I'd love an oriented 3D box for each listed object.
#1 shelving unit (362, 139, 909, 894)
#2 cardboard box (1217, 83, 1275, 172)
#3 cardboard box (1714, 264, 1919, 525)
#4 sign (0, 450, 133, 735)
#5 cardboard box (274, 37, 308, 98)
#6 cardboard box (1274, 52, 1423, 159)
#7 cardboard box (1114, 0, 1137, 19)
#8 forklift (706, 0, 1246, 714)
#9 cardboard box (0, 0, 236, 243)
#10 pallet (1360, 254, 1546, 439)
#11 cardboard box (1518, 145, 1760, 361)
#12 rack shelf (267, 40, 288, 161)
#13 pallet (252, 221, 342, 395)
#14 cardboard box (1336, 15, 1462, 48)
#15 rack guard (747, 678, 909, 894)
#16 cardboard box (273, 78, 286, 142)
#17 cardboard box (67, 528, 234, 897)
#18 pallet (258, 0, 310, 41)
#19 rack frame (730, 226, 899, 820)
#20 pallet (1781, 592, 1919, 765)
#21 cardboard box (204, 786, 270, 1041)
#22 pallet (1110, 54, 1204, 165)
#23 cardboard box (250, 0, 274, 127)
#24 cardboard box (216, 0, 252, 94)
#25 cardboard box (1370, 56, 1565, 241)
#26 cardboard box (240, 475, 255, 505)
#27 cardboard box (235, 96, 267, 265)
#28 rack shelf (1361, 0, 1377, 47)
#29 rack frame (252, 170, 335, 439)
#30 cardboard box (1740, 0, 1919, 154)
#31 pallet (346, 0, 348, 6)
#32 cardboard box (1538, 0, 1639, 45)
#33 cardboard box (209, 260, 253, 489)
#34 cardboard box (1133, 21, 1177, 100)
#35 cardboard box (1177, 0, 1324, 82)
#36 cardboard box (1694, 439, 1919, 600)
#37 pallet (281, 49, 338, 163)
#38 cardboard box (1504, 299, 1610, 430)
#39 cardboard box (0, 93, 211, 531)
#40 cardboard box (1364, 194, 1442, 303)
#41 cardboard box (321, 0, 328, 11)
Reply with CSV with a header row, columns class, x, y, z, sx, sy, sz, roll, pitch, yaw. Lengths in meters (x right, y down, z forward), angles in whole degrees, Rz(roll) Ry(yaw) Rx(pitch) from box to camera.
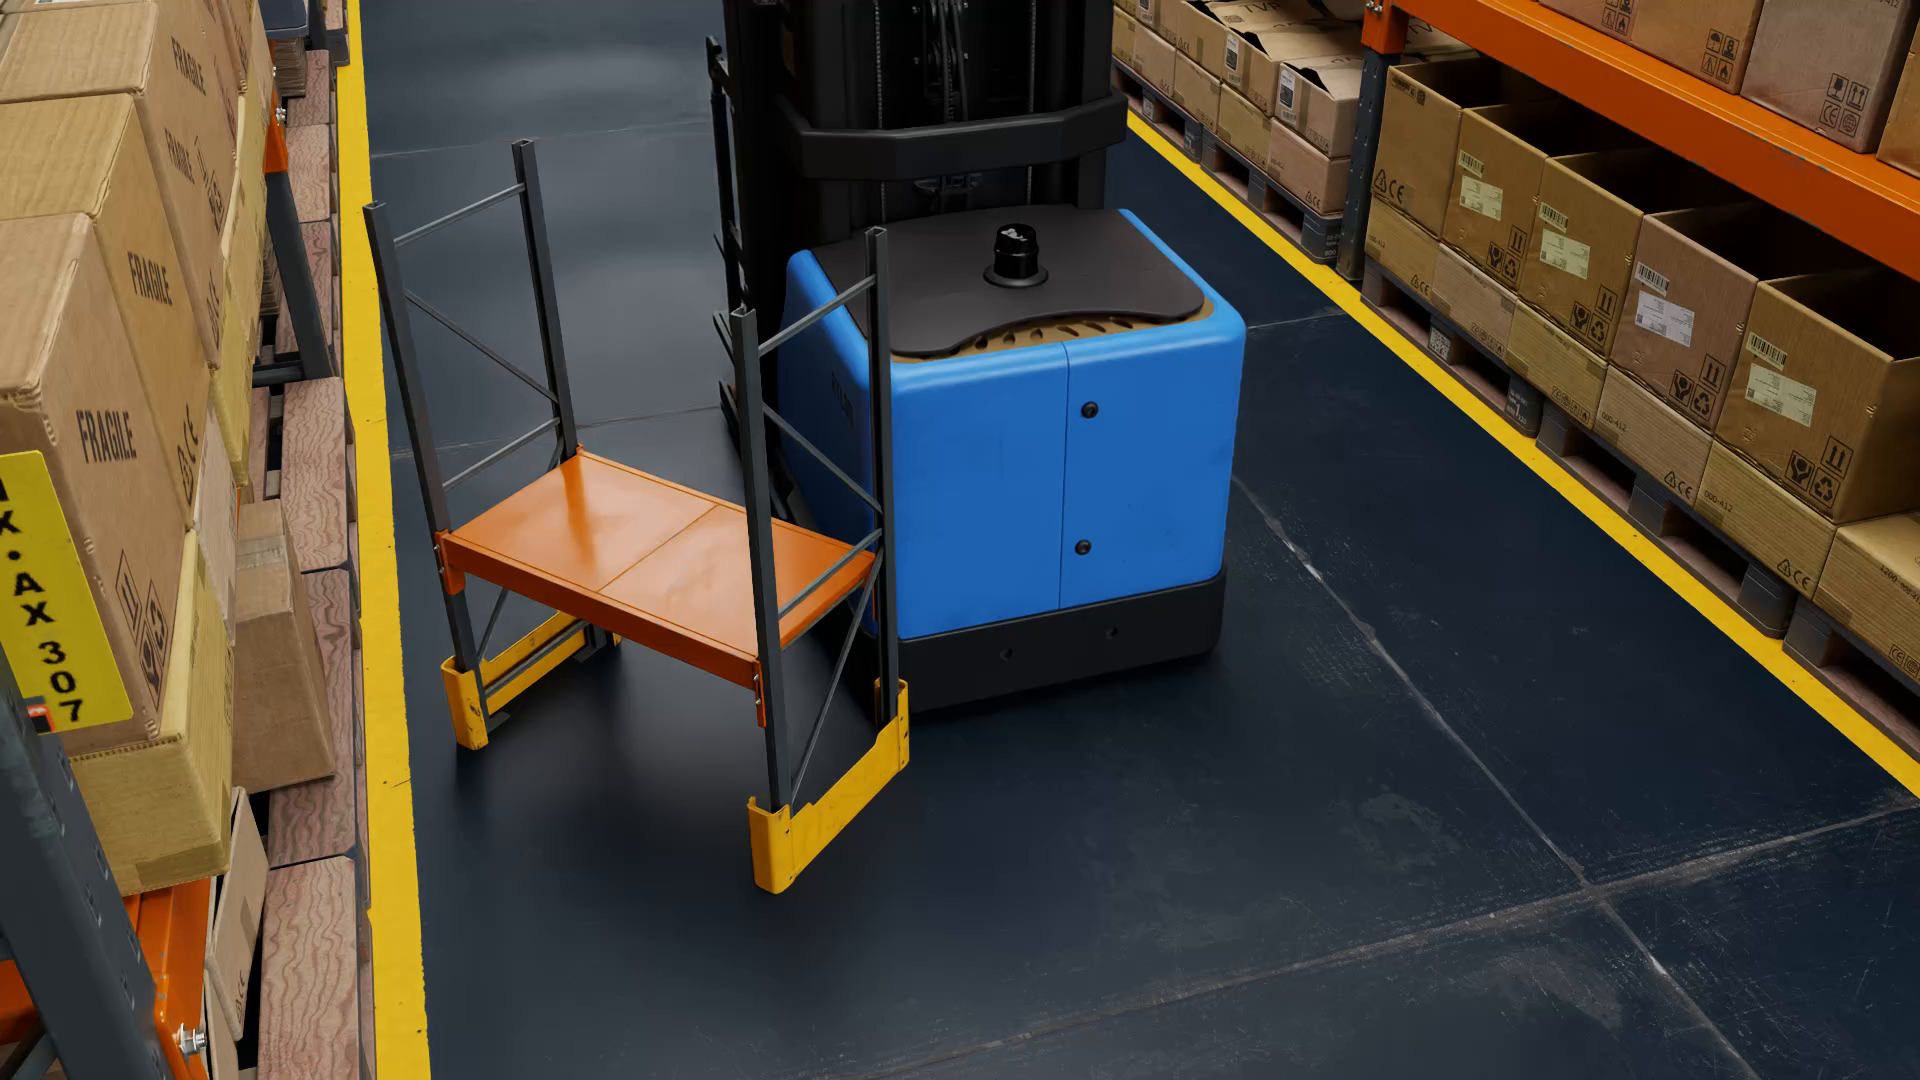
class,x,y,z,sx,sy,sz,roll,pitch,yaw
shelving unit,-0.738,-0.070,3.996,1.083,1.500,0.587,19,38,26
cardboard box,1.505,-1.886,7.497,0.500,0.250,0.500,-11,35,-15
cardboard box,2.514,-0.418,4.595,0.500,0.500,0.500,-10,35,-15
sign,-0.920,0.059,1.654,0.100,0.325,0.005,-10,35,-15
cardboard box,-3.608,-2.460,8.120,0.700,0.500,0.500,-10,35,-14
cardboard box,1.663,-1.850,6.933,0.500,0.311,0.500,-10,35,-15
cardboard box,1.041,-2.918,8.550,0.500,0.311,0.500,-11,35,-16
forklift,-0.203,-1.566,4.961,1.130,2.935,3.031,-10,35,-15
cardboard box,-1.758,-0.850,3.254,0.500,0.500,0.500,-9,34,-13
pallet,2.262,-0.835,6.322,1.003,0.211,1.213,-10,35,-15
cardboard box,2.208,-0.943,5.389,0.500,0.500,0.500,-10,35,-15
rack shelf,-3.267,-2.338,6.720,1.077,0.370,4.000,-10,35,-15
pallet,-2.896,-0.833,6.320,1.003,0.211,1.213,-10,35,-15
cardboard box,2.023,-2.208,7.475,0.500,0.311,0.500,-10,35,-15
rack guard,-0.314,0.595,4.122,0.087,0.250,0.587,19,38,26
cardboard box,-3.383,-1.914,7.293,0.700,0.500,0.500,-10,35,-15
cardboard box,-1.283,0.257,2.259,0.500,0.250,0.500,-11,35,-16
pallet,-2.751,-1.934,5.630,1.003,0.211,1.213,-10,35,-15
rack frame,-0.298,0.079,3.769,0.032,1.500,0.500,19,38,26
pallet,3.007,0.446,4.384,1.003,0.211,1.213,-10,35,-15
cardboard box,-1.736,0.772,3.400,0.500,0.311,0.500,-7,34,-11
pallet,1.422,-2.282,8.512,1.003,0.211,1.213,-10,35,-15
cardboard box,-2.224,-1.336,4.669,0.500,0.250,0.500,-10,35,-15
cardboard box,-2.060,-1.390,4.070,0.500,0.500,0.500,-10,35,-15
cardboard box,1.903,-1.468,6.184,0.500,0.500,0.500,-10,35,-15
cardboard box,-2.302,-0.191,4.686,0.500,0.500,0.500,-13,35,-18
cardboard box,-1.911,-0.812,3.876,0.500,0.250,0.500,-10,35,-15
rack shelf,1.450,-3.173,7.984,1.077,0.370,4.000,-10,35,-15
rack frame,-2.657,-1.588,4.933,1.000,3.000,0.127,-10,35,-15
cardboard box,2.675,-1.424,4.594,0.700,0.500,0.500,-9,35,-13
pallet,-4.414,-3.591,10.493,1.003,0.211,1.213,-10,35,-15
cardboard box,2.368,-1.957,5.400,0.700,0.500,0.500,-10,35,-15
cardboard box,-1.605,-0.282,3.074,0.500,0.250,0.500,-11,35,-15
cardboard box,1.194,-2.422,8.308,0.500,0.250,0.500,-9,35,-14
cardboard box,1.348,-2.384,7.742,0.500,0.311,0.500,-10,35,-15
cardboard box,2.517,-0.106,4.802,0.500,0.250,0.500,-10,35,-15
pallet,-3.640,-2.114,8.258,1.003,0.211,1.213,-10,35,-15
cardboard box,2.208,-0.630,5.596,0.500,0.250,0.500,-10,35,-15
cardboard box,-1.437,-0.309,2.435,0.500,0.500,0.500,-10,35,-15
cardboard box,1.912,-1.157,6.393,0.500,0.250,0.500,-10,35,-15
cardboard box,-3.976,-3.375,9.205,0.750,0.750,0.750,-10,35,-15
